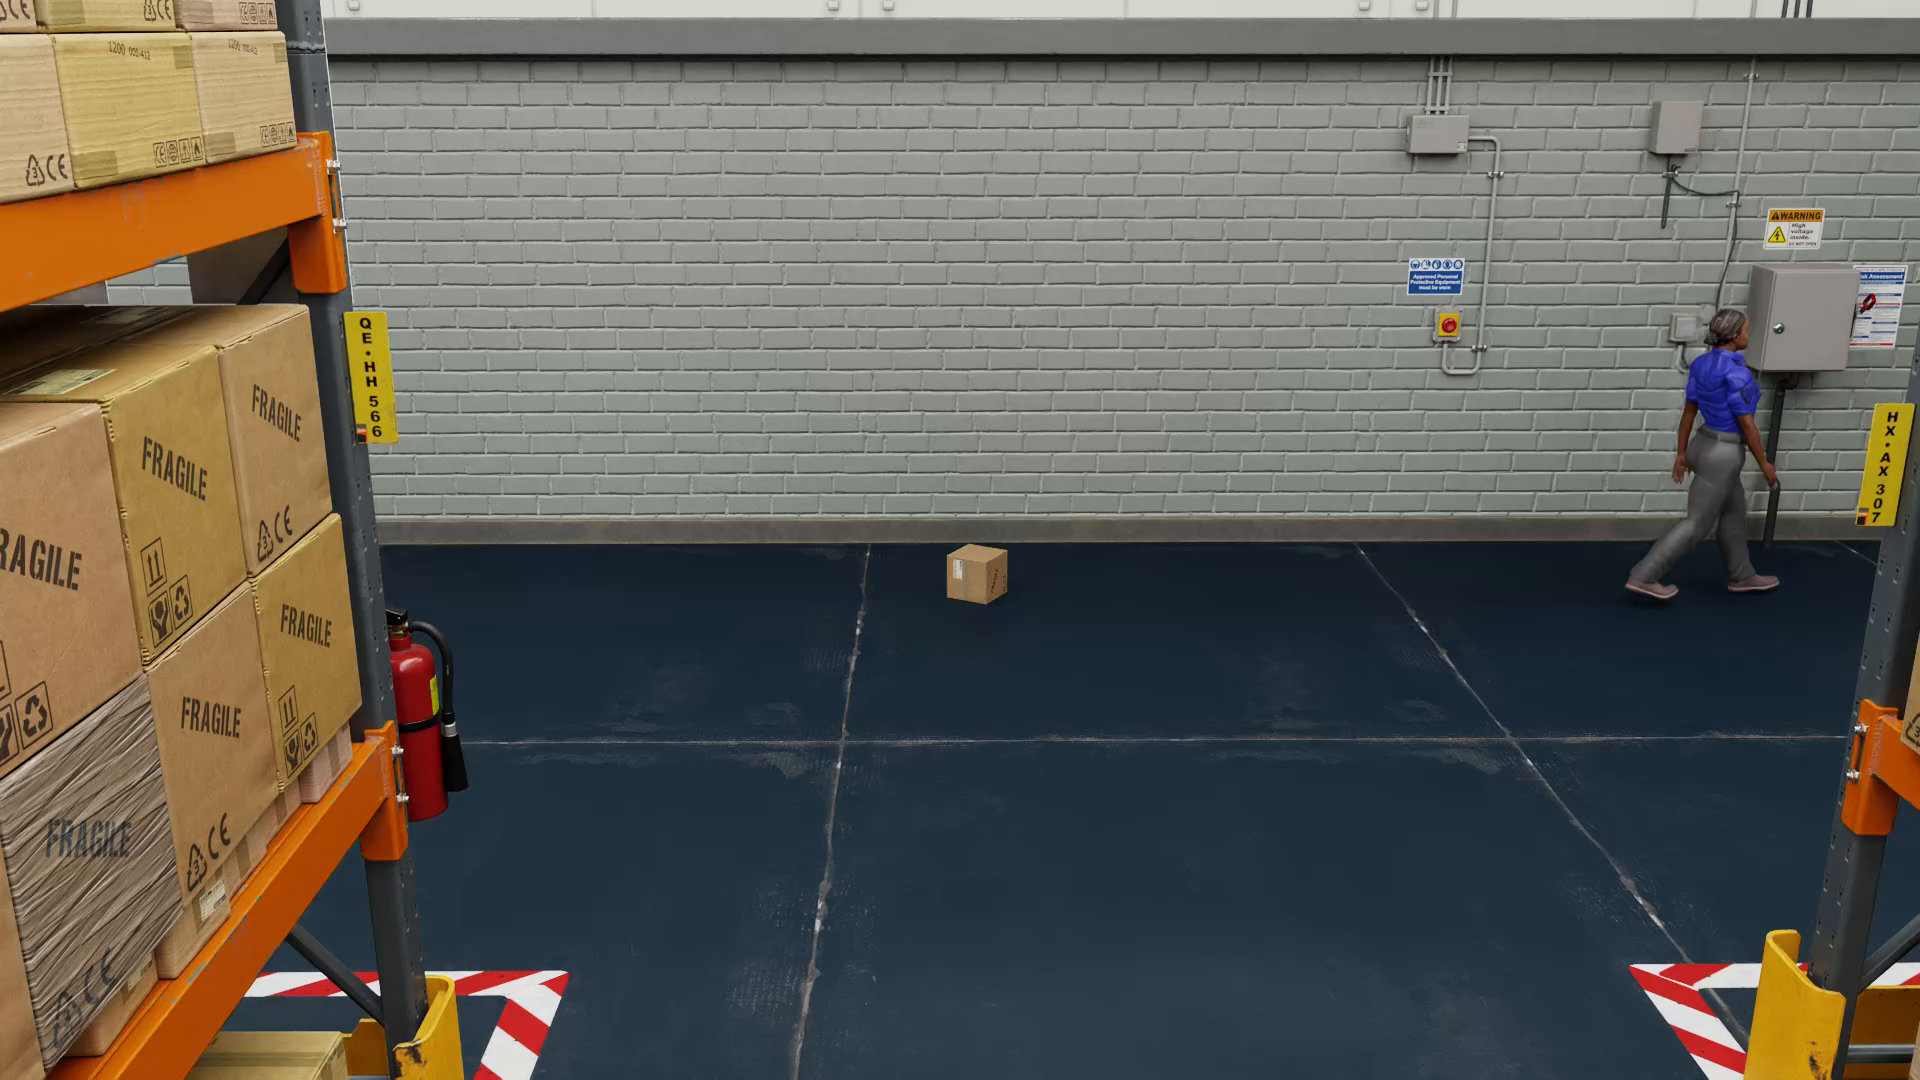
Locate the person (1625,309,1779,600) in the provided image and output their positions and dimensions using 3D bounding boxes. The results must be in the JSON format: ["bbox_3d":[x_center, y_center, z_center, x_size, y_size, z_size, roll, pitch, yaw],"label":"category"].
[{"bbox_3d":[4.128,-0.449,8.994,0.967,1.605,0.450,-1,17,-3],"label":"person"}]
